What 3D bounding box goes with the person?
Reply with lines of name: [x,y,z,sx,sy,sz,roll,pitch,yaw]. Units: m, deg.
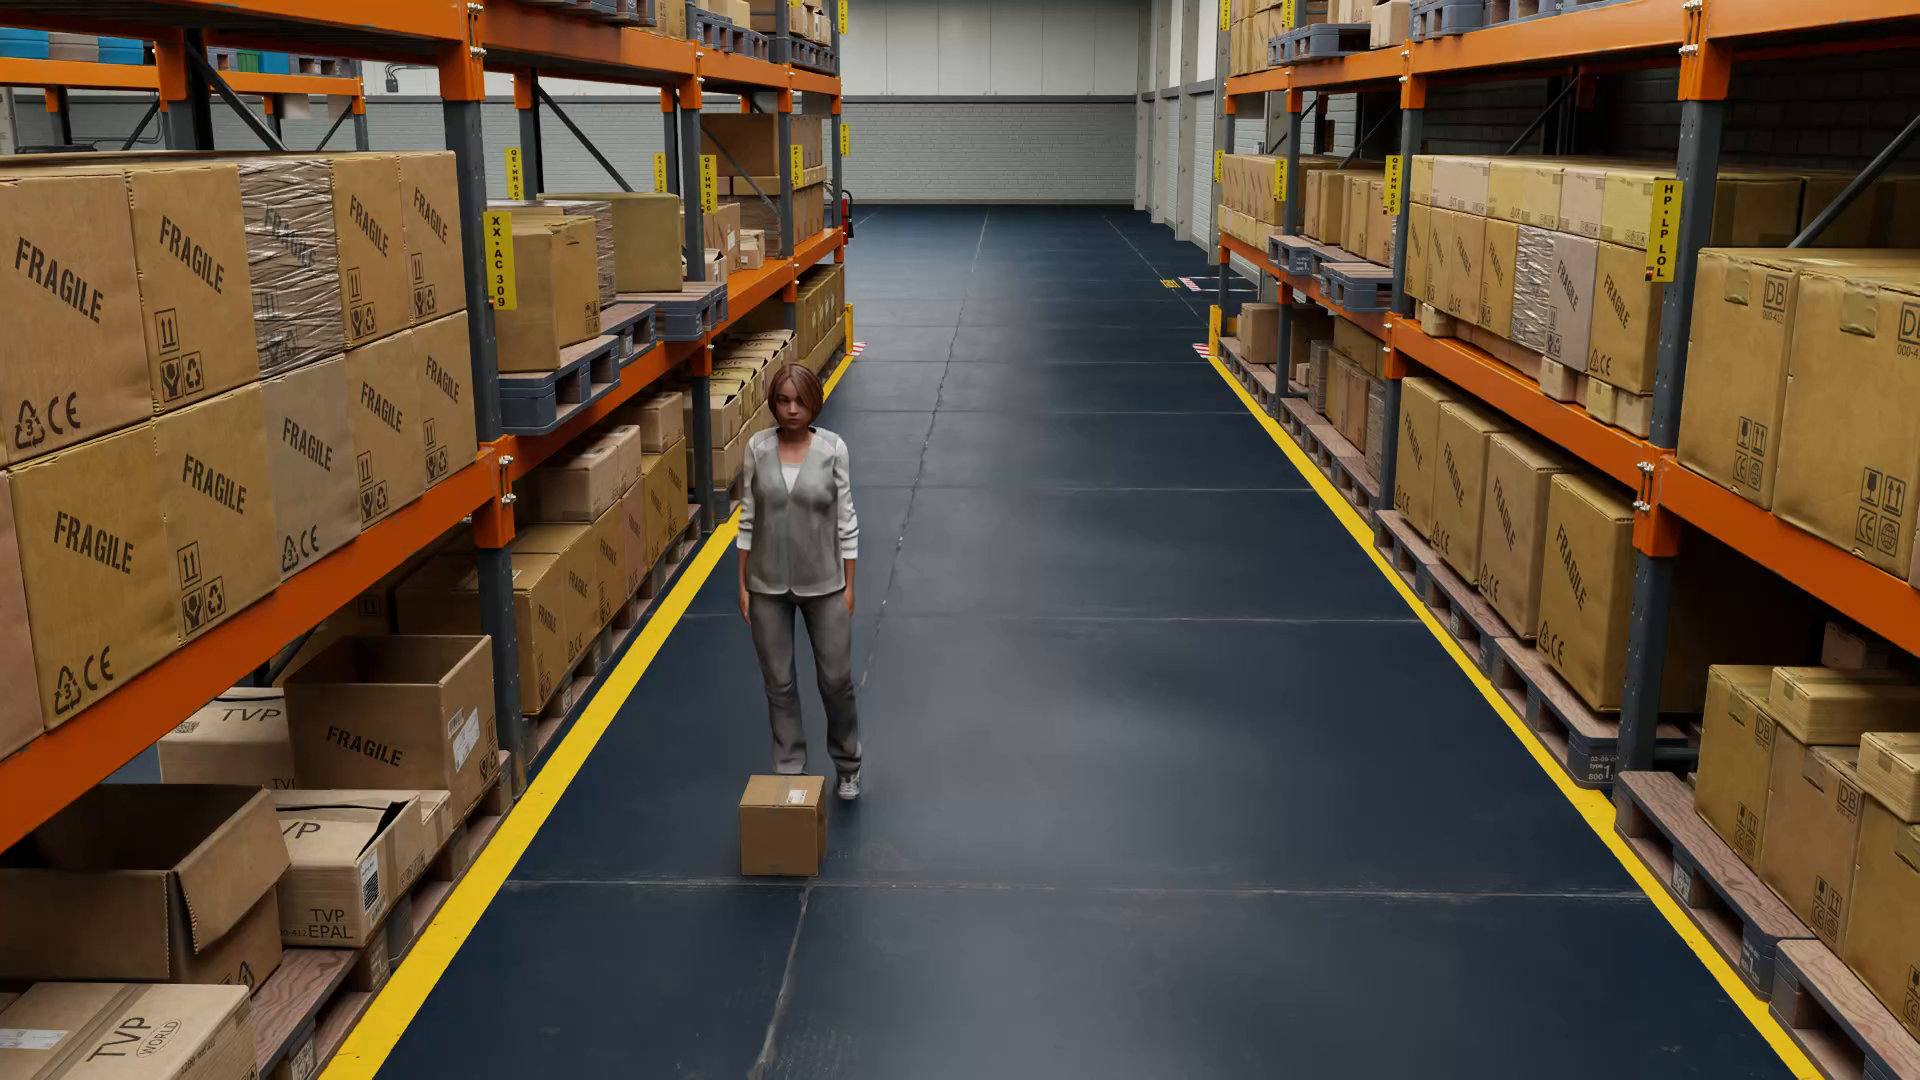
person: [-0.566,0.213,5.827,0.424,1.647,0.432,0,14,2]
